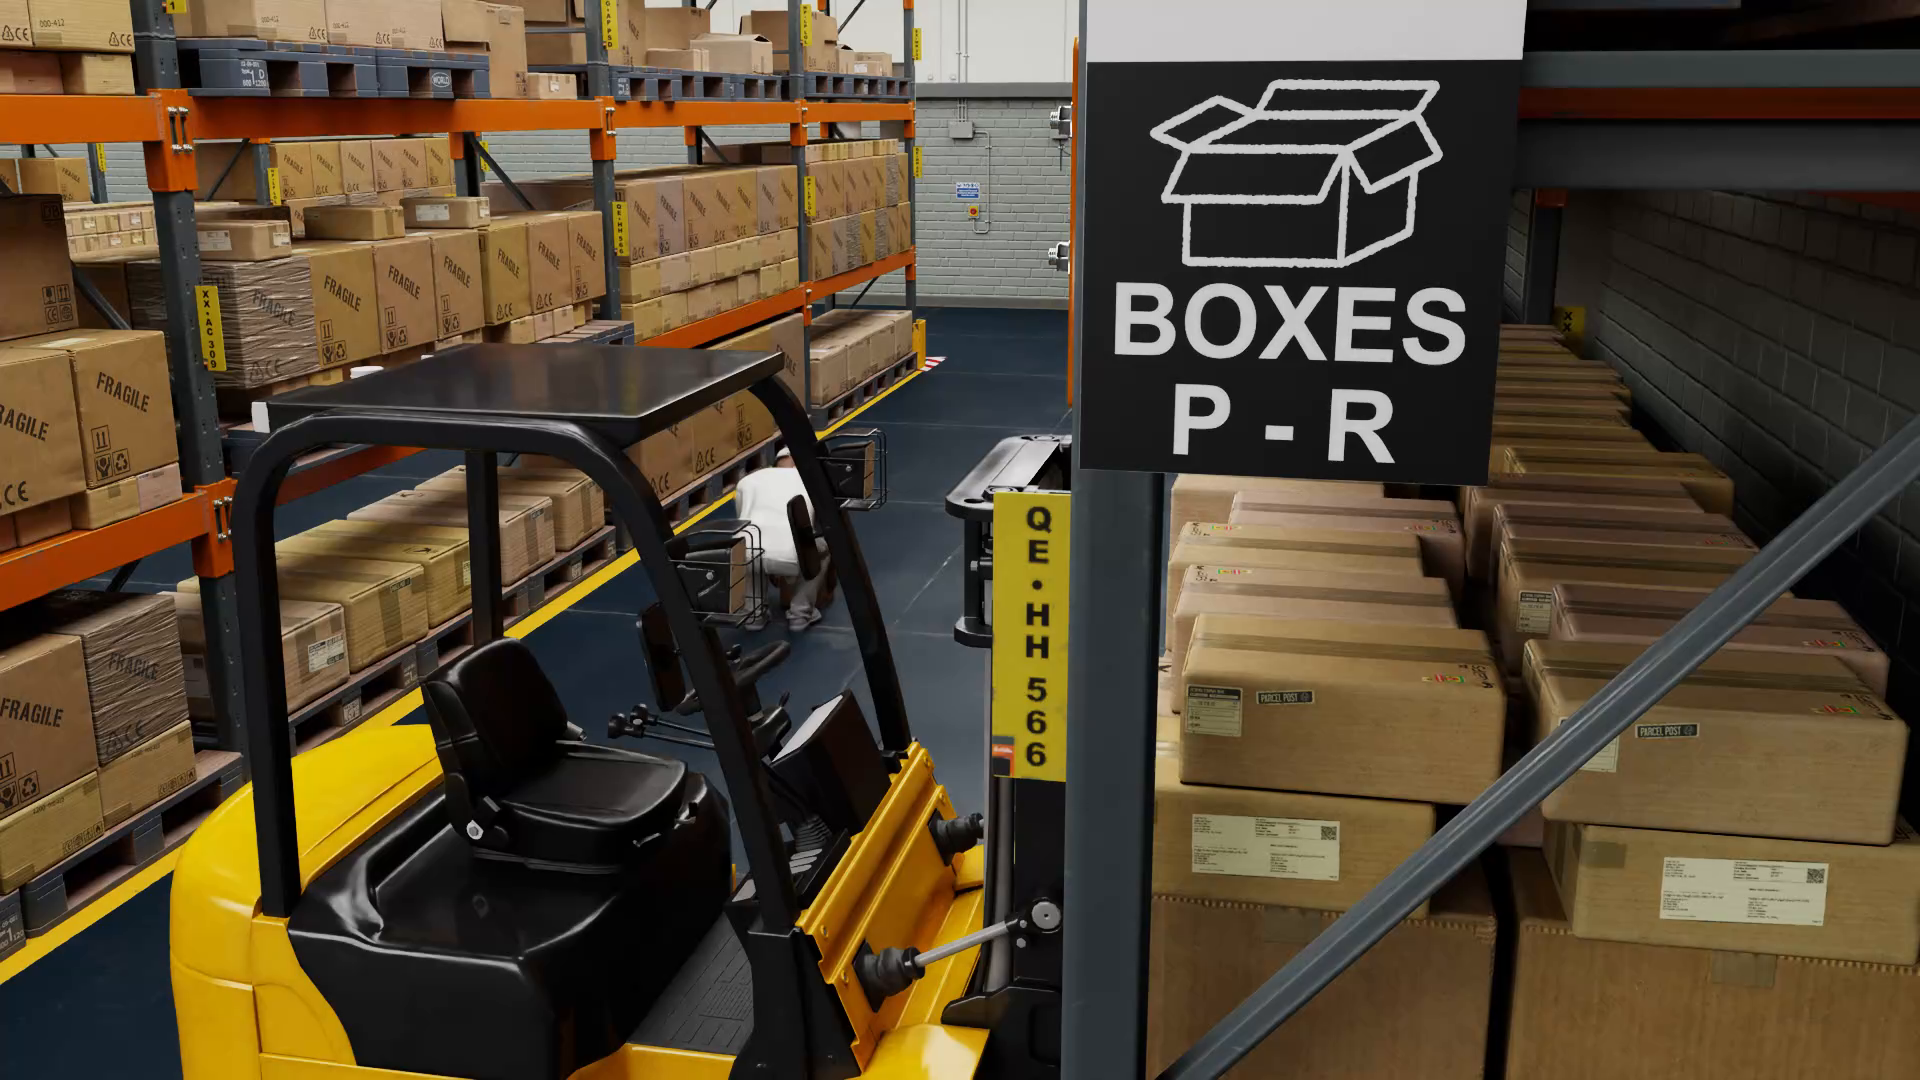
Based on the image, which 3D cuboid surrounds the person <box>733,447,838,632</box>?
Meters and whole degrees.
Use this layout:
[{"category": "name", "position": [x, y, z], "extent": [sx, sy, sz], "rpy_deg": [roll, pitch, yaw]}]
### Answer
[{"category": "person", "position": [-0.996, -0.003, 9.184], "extent": [0.567, 0.914, 0.897], "rpy_deg": [3, 15, 11]}]
